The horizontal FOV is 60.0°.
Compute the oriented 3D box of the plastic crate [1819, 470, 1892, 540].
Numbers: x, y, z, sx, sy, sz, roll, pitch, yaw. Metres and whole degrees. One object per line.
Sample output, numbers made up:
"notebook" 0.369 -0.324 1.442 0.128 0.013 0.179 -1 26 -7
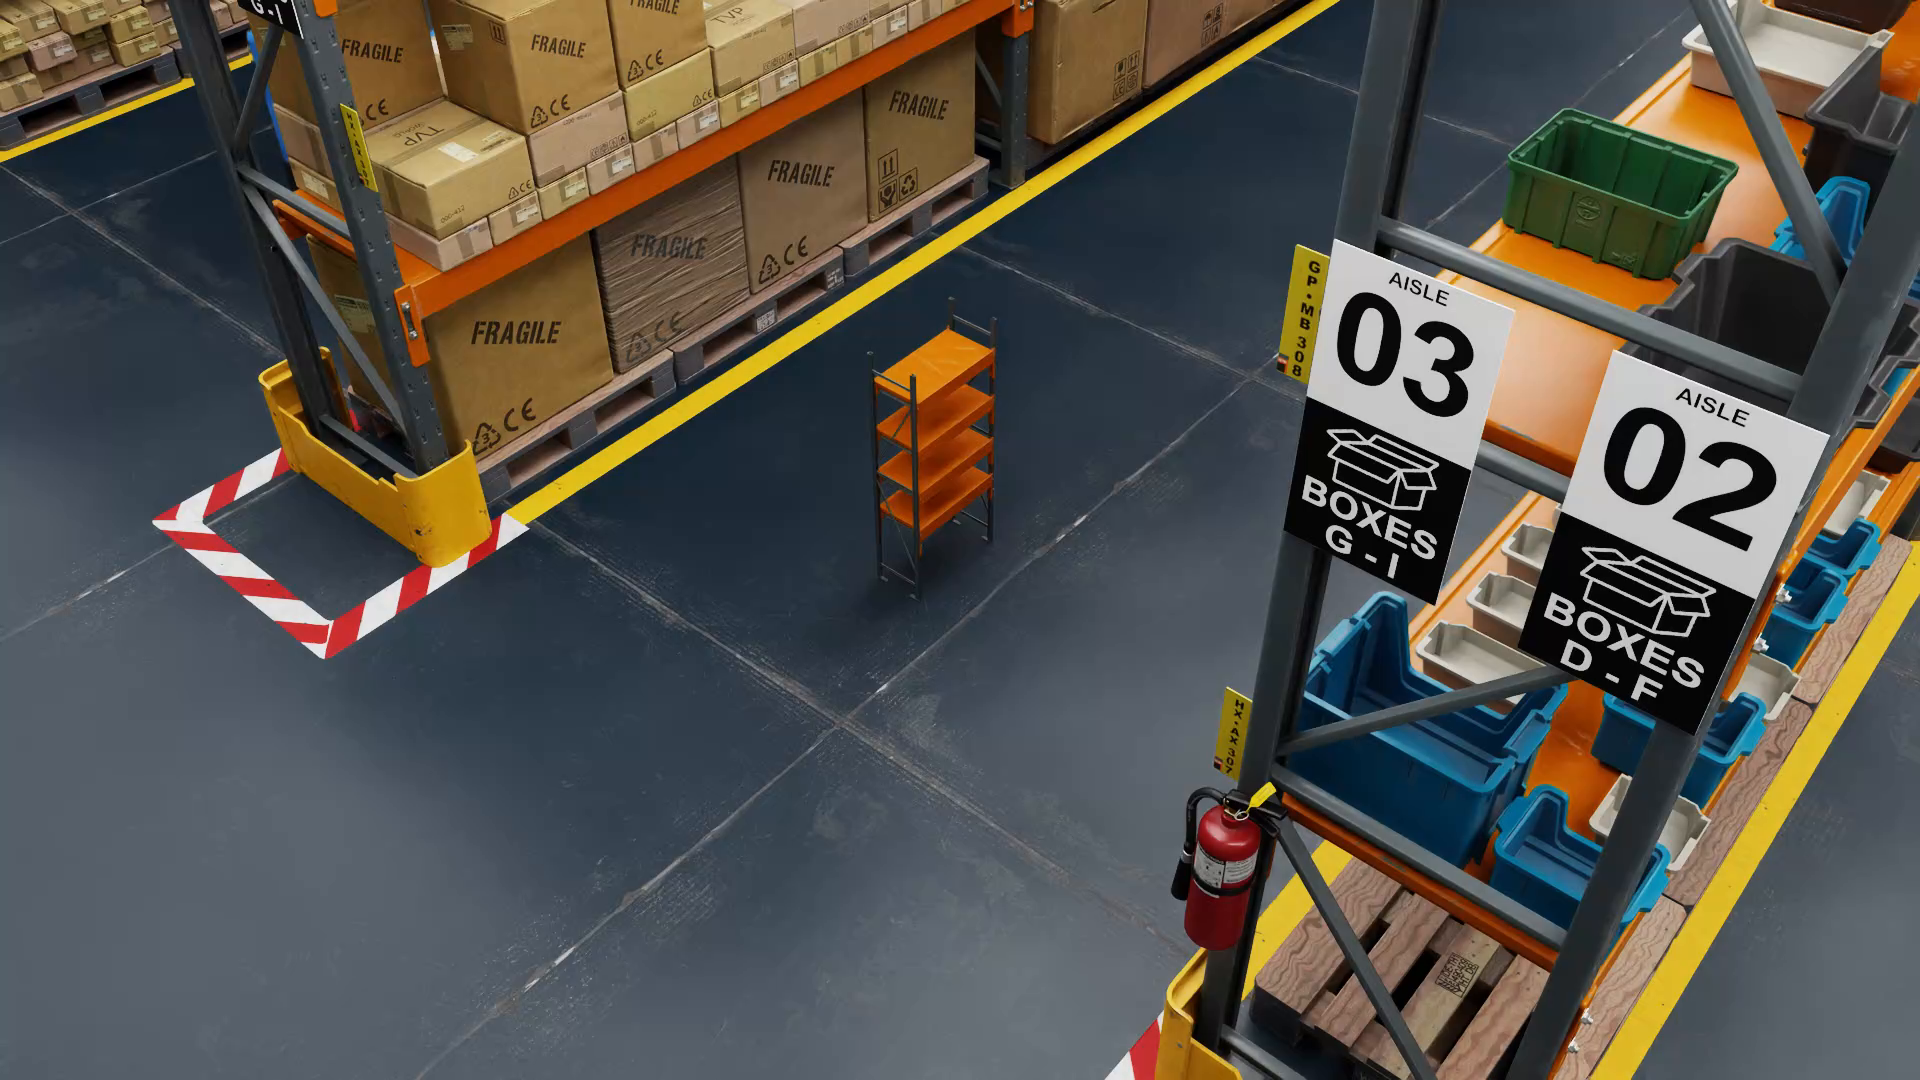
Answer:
"plastic crate" 2.860 -0.136 5.503 0.293 0.136 0.466 29 50 28

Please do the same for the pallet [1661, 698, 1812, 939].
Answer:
"pallet" 2.522 0.820 6.373 1.003 0.211 1.213 29 50 28

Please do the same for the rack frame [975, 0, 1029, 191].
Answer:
"rack frame" -0.041 -3.382 8.922 1.000 3.000 0.127 29 50 28

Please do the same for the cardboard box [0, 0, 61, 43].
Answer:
"cardboard box" -5.664 -3.159 10.042 0.380 0.149 0.250 30 50 29

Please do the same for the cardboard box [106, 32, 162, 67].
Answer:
"cardboard box" -5.255 -3.139 10.462 0.380 0.149 0.250 30 50 29

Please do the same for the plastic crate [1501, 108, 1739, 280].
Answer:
"plastic crate" 1.592 -0.841 4.055 0.450 0.188 0.336 29 50 28

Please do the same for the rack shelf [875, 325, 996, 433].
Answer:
"rack shelf" -0.107 -0.649 6.671 0.258 0.148 0.480 29 50 28

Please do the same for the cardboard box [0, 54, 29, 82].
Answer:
"cardboard box" -5.812 -2.891 9.968 0.380 0.149 0.250 32 51 30

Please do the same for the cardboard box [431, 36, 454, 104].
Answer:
"cardboard box" -2.179 -2.002 7.295 0.500 0.250 0.500 29 50 28

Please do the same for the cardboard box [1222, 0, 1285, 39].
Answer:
"cardboard box" 1.494 -4.009 10.879 1.225 0.875 0.875 30 50 29

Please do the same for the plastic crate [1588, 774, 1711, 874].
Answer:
"plastic crate" 1.857 0.783 4.492 0.250 0.136 0.298 29 50 28

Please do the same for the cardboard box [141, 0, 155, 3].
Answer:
"cardboard box" -5.121 -3.536 10.456 0.380 0.149 0.250 32 51 30

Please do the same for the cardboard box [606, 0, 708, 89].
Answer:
"cardboard box" -1.449 -2.312 7.078 0.500 0.500 0.500 28 49 27

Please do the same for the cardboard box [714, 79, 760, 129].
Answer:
"cardboard box" -1.145 -2.062 7.657 0.380 0.149 0.250 28 49 27

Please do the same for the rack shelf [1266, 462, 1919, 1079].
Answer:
"rack shelf" 2.463 0.058 5.673 1.077 0.370 4.000 29 50 28

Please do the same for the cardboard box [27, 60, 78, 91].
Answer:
"cardboard box" -5.658 -2.924 10.225 0.380 0.149 0.250 29 50 28

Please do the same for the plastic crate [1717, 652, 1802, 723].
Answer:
"plastic crate" 2.293 0.434 4.877 0.250 0.136 0.298 29 50 28

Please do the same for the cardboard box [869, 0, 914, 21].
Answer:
"cardboard box" -0.455 -2.828 8.203 0.500 0.250 0.500 31 51 30

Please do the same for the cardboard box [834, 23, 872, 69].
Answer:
"cardboard box" -0.648 -2.460 8.095 0.380 0.149 0.250 30 50 29

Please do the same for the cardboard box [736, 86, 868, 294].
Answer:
"cardboard box" -1.106 -1.983 8.650 0.875 0.875 0.875 29 50 28

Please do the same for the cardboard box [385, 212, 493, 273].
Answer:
"cardboard box" -2.134 -1.269 6.785 0.380 0.149 0.250 30 50 29

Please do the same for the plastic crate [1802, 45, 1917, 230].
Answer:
"plastic crate" 2.370 -0.933 4.045 0.504 0.338 0.767 29 50 28

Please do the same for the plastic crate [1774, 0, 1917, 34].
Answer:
"plastic crate" 2.741 -1.778 5.026 0.497 0.269 0.590 29 50 28

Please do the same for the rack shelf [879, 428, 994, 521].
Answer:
"rack shelf" -0.107 -0.309 6.980 0.258 0.148 0.480 29 50 28

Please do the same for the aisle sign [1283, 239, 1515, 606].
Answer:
"aisle sign" 0.906 -0.230 3.523 0.394 0.787 0.004 29 50 28

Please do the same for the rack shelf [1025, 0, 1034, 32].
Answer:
"rack shelf" 1.247 -4.146 10.297 1.077 0.370 4.000 29 50 28

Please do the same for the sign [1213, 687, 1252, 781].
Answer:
"sign" 0.745 0.532 4.496 0.100 0.325 0.005 29 50 28

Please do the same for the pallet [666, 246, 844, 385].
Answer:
"pallet" -1.375 -1.362 8.773 1.003 0.211 1.213 29 50 28

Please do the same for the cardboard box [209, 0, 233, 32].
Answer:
"cardboard box" -4.937 -3.402 10.751 0.380 0.149 0.250 27 49 27

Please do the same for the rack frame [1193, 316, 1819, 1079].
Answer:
"rack frame" 1.176 0.822 4.299 1.000 3.000 0.127 29 50 28

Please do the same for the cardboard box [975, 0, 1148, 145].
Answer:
"cardboard box" 0.356 -3.090 9.868 1.225 0.875 0.875 30 50 29

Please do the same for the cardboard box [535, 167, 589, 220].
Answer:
"cardboard box" -1.805 -1.534 7.077 0.380 0.149 0.250 28 49 28

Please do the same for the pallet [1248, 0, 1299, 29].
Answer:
"pallet" 1.969 -4.037 11.715 1.003 0.211 1.213 29 50 28

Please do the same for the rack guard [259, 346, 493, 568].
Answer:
"rack guard" -2.630 -0.385 7.484 1.175 0.500 0.348 29 50 28

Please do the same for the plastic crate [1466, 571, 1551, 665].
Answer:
"plastic crate" 1.760 0.256 5.072 0.396 0.136 0.243 29 50 28

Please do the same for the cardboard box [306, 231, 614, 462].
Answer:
"cardboard box" -2.264 -1.056 7.631 0.875 0.875 0.875 29 50 28

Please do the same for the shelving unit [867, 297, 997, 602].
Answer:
"shelving unit" -0.107 -0.359 6.935 0.258 1.200 0.503 29 50 28

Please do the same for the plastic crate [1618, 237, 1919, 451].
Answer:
"plastic crate" 1.637 -0.317 3.419 0.497 0.269 0.590 29 50 28

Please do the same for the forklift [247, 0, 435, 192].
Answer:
"forklift" -2.874 -3.833 9.469 1.130 2.935 3.031 12 44 13

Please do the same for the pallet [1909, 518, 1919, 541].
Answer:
"pallet" 4.279 -0.585 7.919 1.003 0.211 1.213 29 50 28

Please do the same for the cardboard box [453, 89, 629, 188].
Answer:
"cardboard box" -1.770 -1.778 7.048 0.500 0.250 0.500 29 50 28

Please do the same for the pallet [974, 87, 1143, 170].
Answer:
"pallet" 0.398 -2.780 10.333 1.003 0.211 1.213 29 50 28

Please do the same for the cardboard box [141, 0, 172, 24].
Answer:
"cardboard box" -5.157 -3.435 10.566 0.380 0.149 0.250 27 49 27

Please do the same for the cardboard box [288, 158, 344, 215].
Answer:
"cardboard box" -2.638 -1.555 7.100 0.380 0.149 0.250 30 50 29

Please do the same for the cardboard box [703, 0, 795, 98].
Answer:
"cardboard box" -1.112 -2.306 7.629 0.500 0.250 0.500 29 49 28

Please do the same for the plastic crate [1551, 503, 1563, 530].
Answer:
"plastic crate" 2.097 -0.058 5.418 0.298 0.136 0.250 29 50 28

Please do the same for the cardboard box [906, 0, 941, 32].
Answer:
"cardboard box" -0.317 -2.726 8.387 0.380 0.149 0.250 29 50 28

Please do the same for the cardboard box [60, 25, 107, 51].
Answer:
"cardboard box" -5.503 -3.172 10.277 0.380 0.149 0.250 30 50 29

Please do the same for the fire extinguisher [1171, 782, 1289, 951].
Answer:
"fire extinguisher" 0.731 0.869 4.581 0.296 0.674 0.183 29 50 28

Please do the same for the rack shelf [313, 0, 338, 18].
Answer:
"rack shelf" -1.328 -3.196 7.022 1.077 0.370 4.000 29 50 28

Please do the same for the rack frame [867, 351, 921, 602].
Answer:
"rack frame" -0.264 -0.233 6.797 0.240 1.200 0.015 29 50 28

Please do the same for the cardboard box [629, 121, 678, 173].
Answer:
"cardboard box" -1.474 -1.799 7.368 0.380 0.149 0.250 29 49 28
